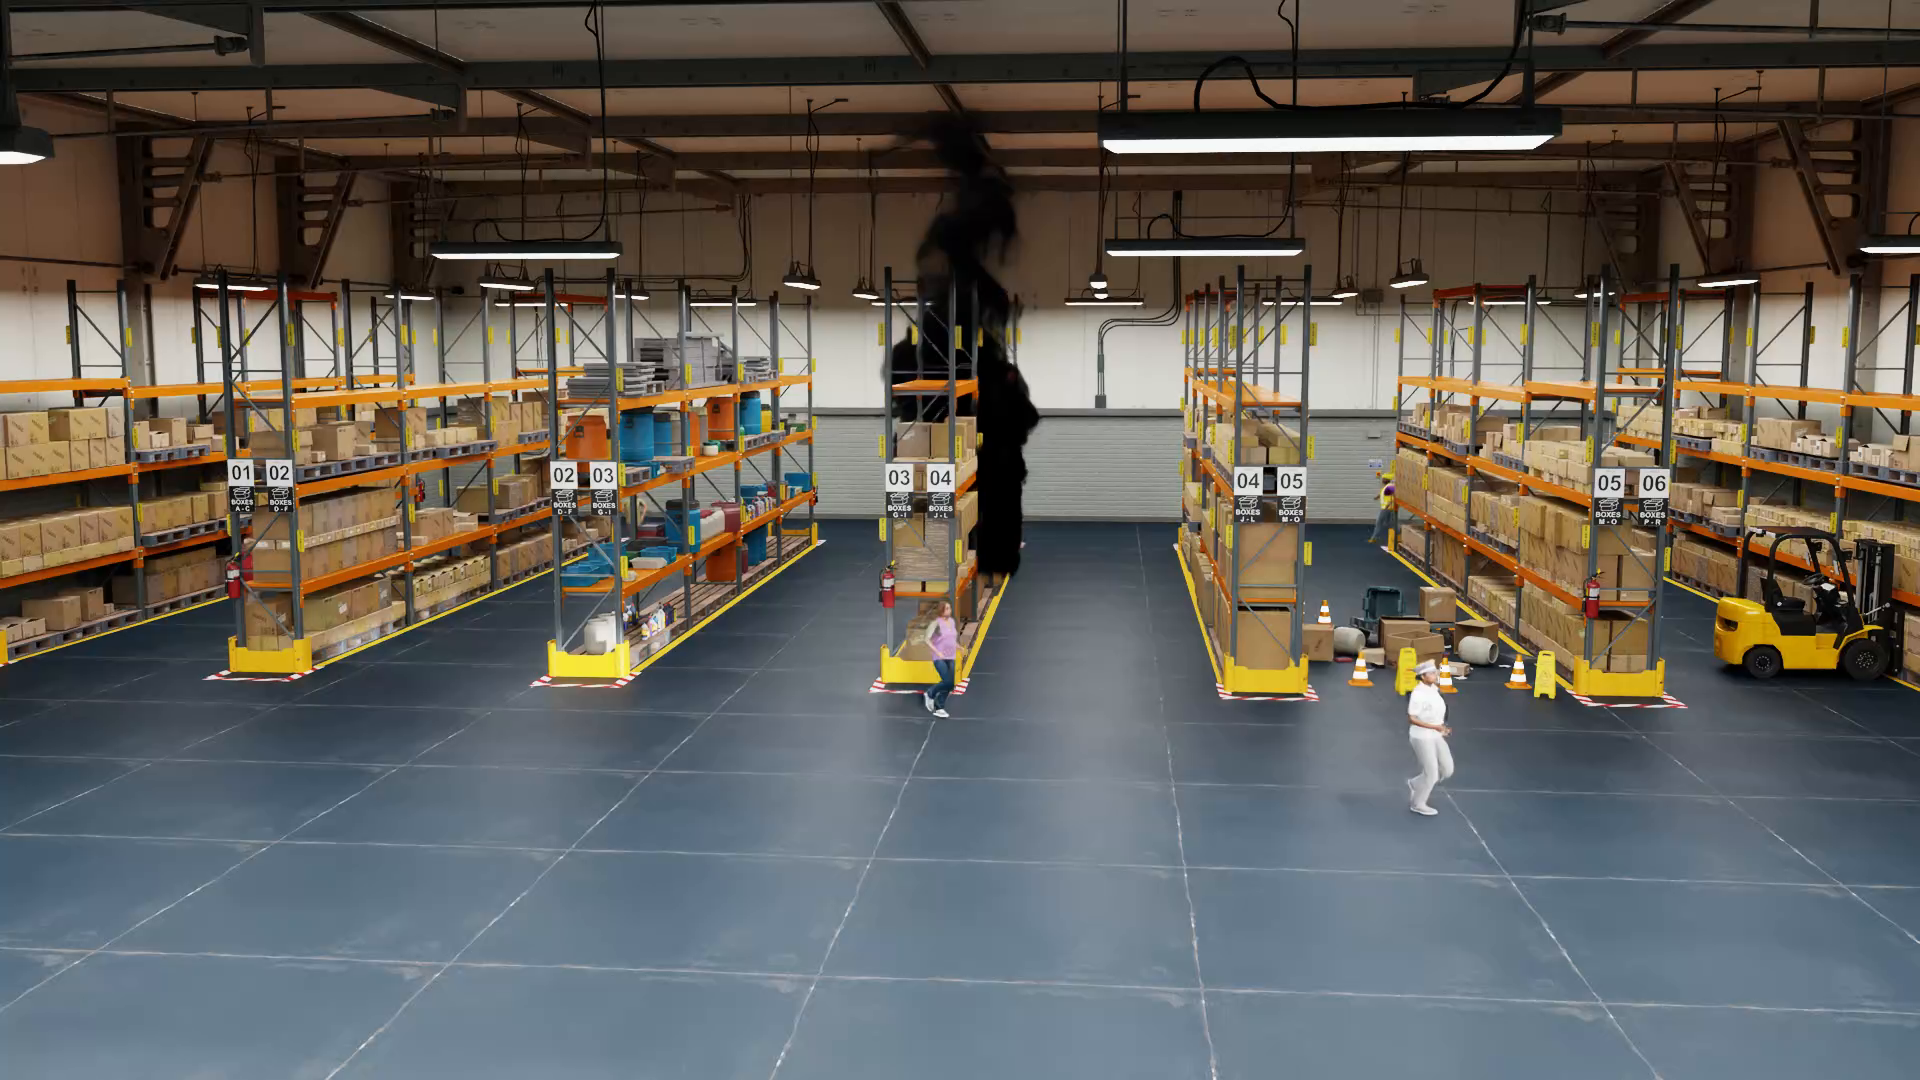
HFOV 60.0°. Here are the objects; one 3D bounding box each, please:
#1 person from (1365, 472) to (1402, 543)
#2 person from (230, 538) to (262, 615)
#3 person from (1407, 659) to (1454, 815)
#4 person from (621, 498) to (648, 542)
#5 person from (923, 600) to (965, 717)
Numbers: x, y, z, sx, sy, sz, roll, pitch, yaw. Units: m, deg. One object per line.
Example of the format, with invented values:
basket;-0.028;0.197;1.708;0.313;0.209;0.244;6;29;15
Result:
person;10.407;-0.775;40.487;1.011;1.758;0.744;2;7;15
person;-11.858;0.799;27.777;0.649;1.680;0.595;-1;7;-6
person;4.951;2.066;17.456;0.547;1.653;0.570;6;9;43
person;-7.327;-0.349;37.341;0.556;1.710;0.711;1;7;5
person;-0.212;1.570;21.946;0.527;1.552;0.515;7;10;43
